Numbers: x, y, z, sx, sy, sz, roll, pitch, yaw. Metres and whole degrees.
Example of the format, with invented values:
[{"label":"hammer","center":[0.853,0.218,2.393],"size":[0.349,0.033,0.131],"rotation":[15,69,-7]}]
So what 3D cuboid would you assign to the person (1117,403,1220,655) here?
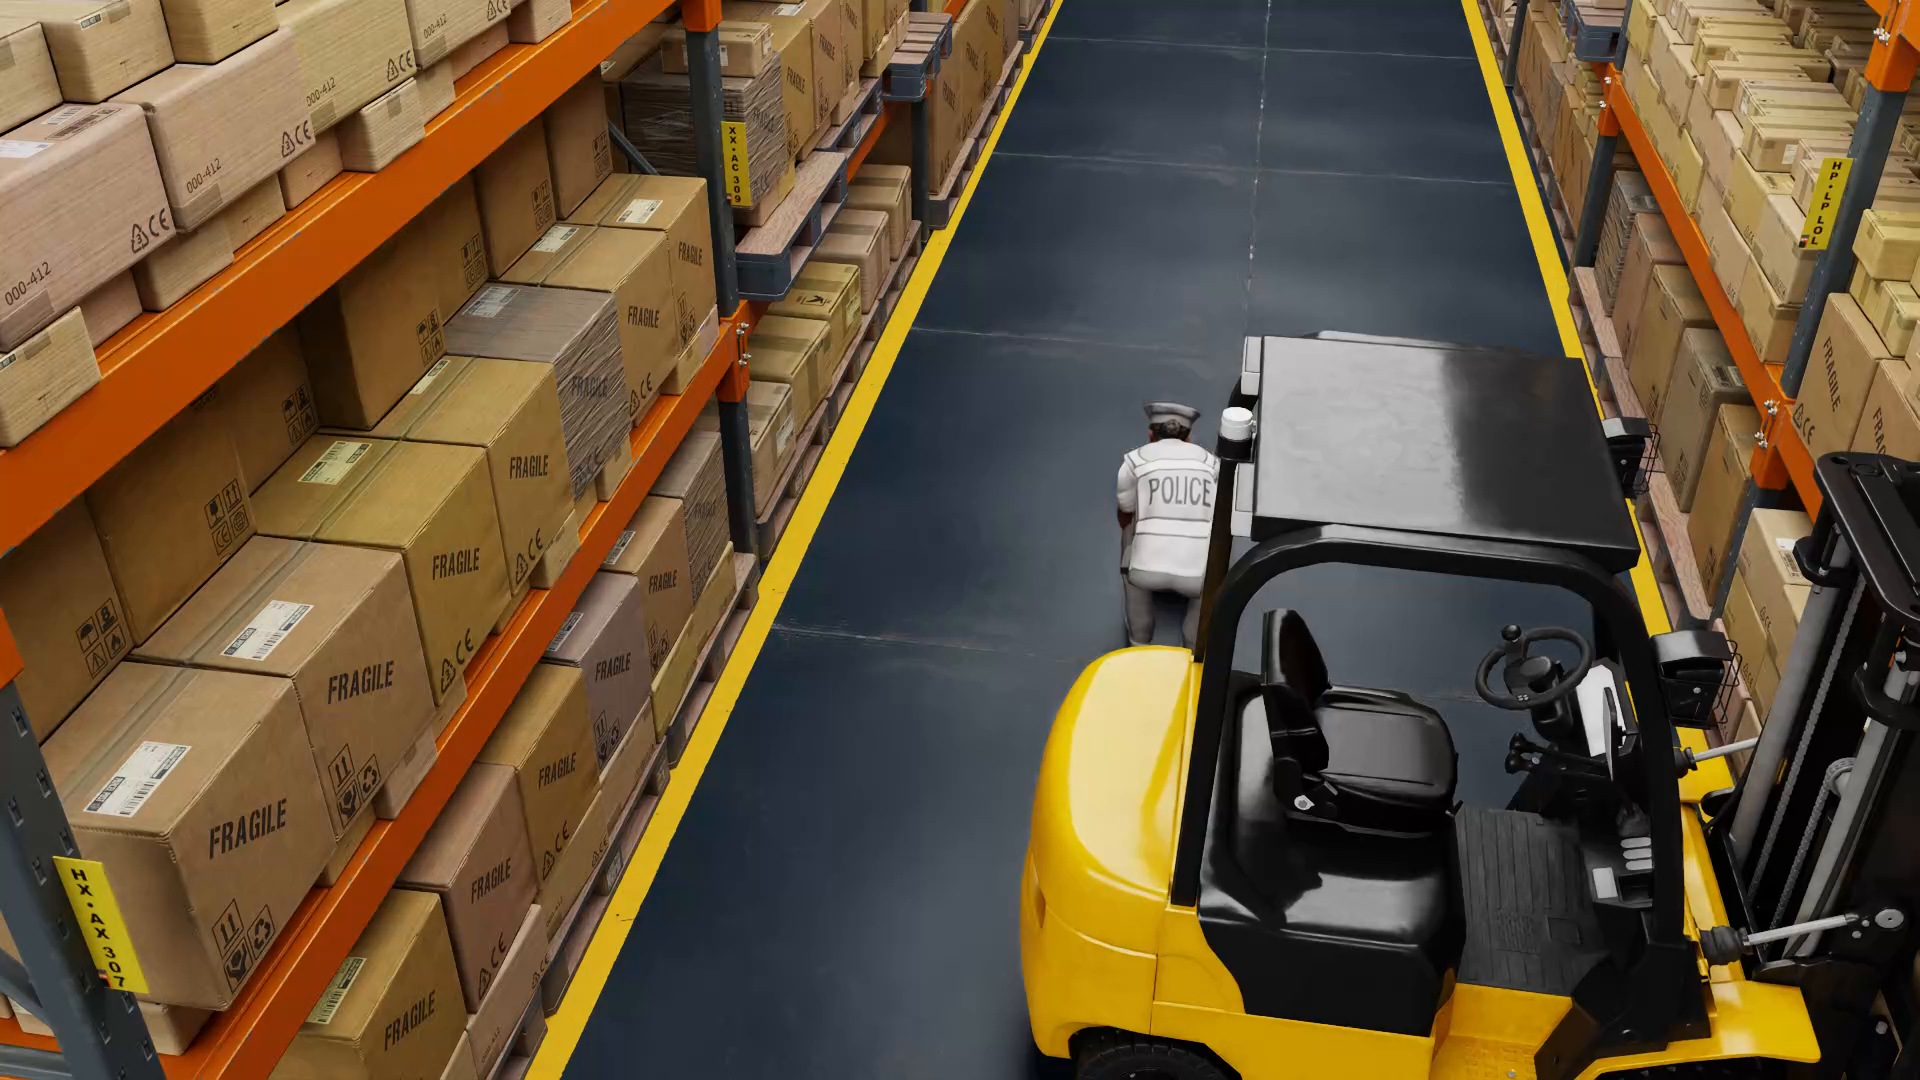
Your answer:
[{"label":"person","center":[0.873,-0.028,6.877],"size":[0.481,0.922,0.862],"rotation":[5,33,8]}]
